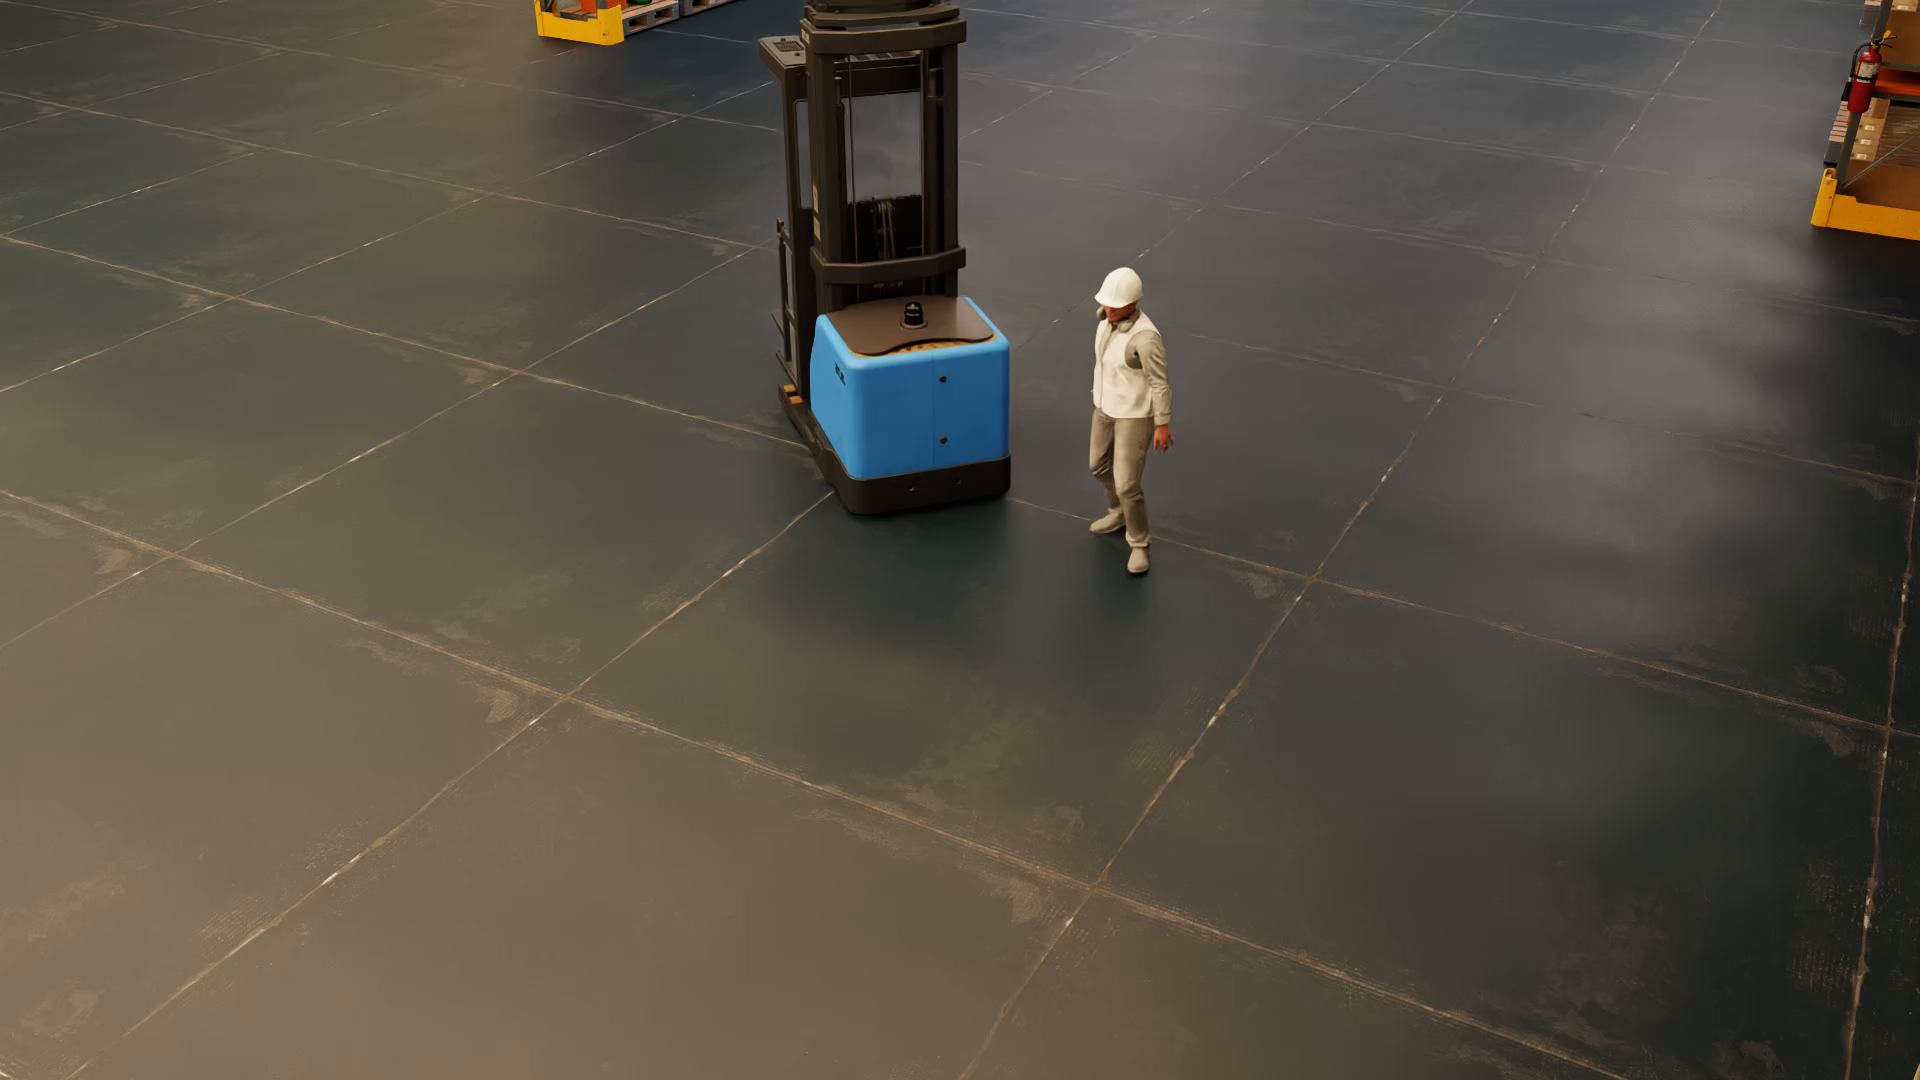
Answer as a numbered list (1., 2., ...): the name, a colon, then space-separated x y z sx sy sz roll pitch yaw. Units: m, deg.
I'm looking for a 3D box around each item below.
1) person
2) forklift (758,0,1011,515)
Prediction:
1. person: 0.939 -0.749 9.573 0.459 1.745 0.853 -14 33 -23
2. forklift: -0.628 -2.148 10.792 1.130 2.935 3.031 -9 31 -16
